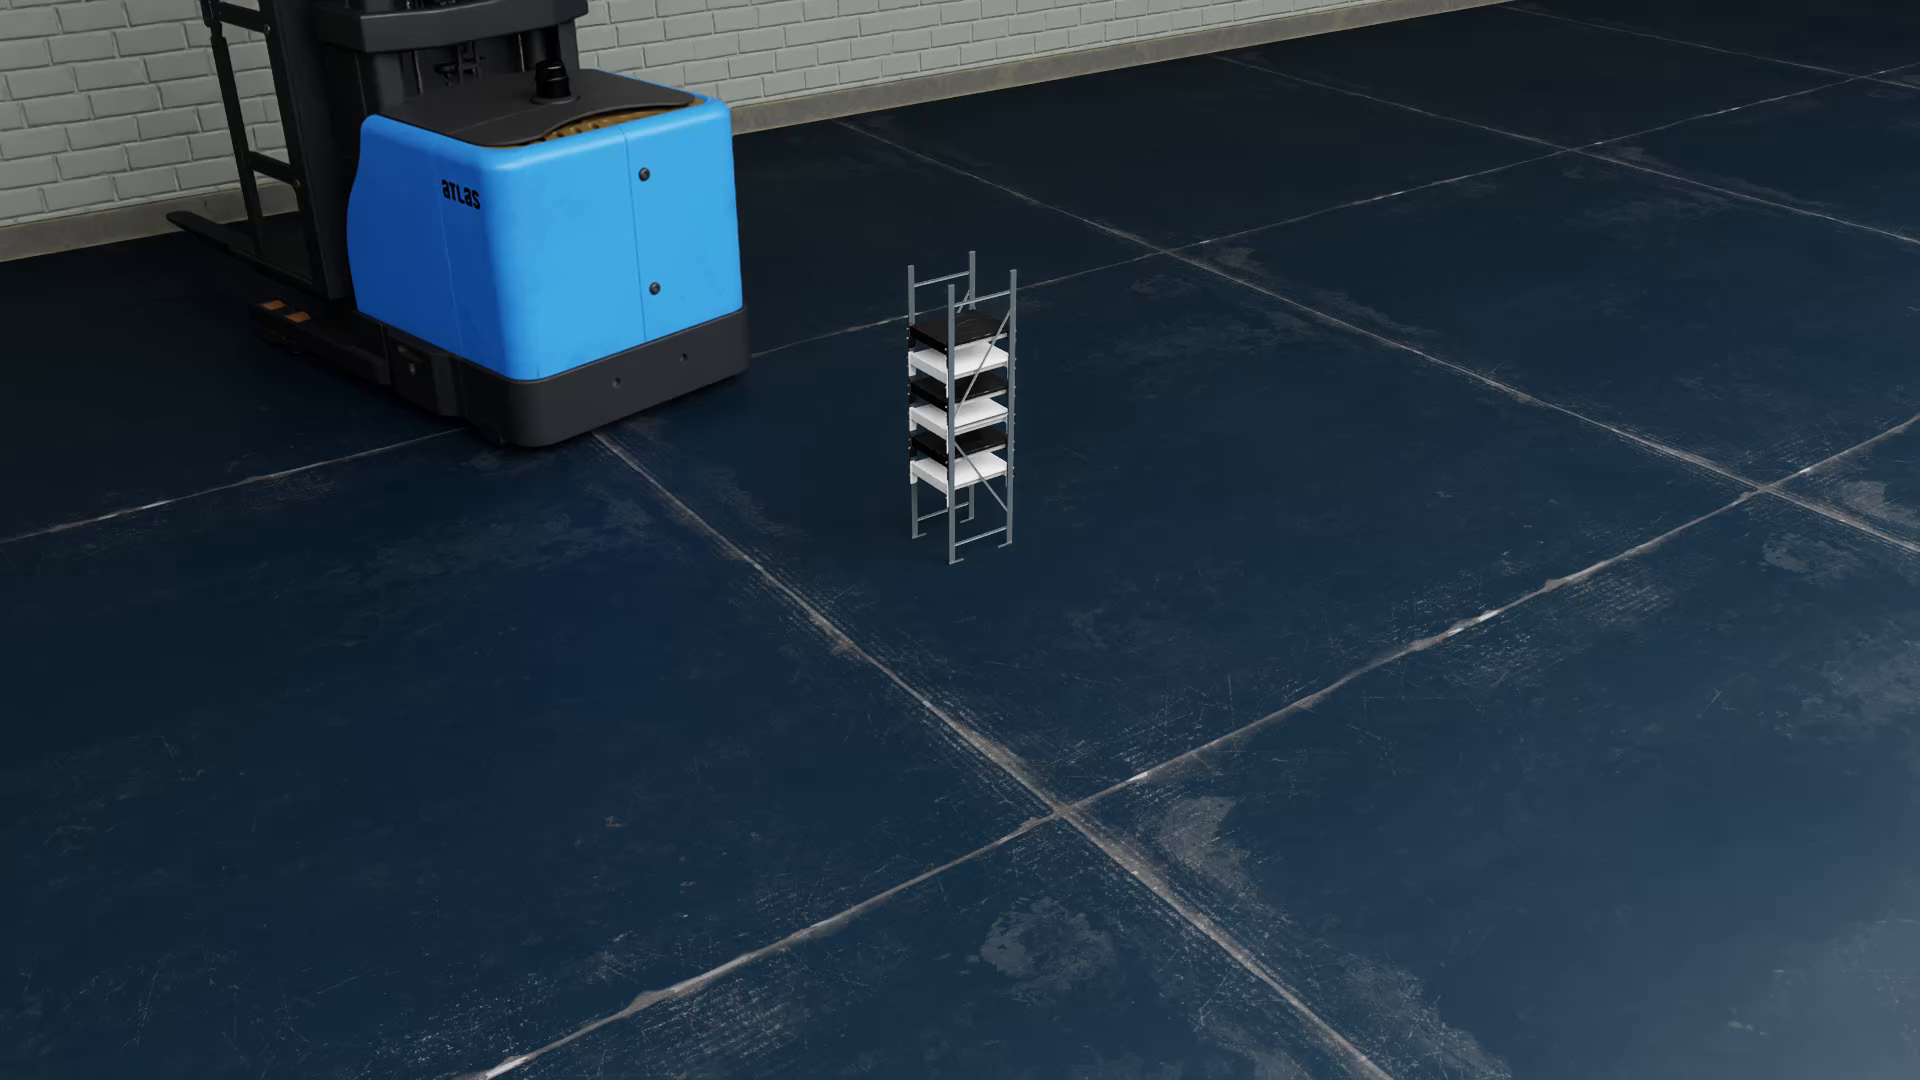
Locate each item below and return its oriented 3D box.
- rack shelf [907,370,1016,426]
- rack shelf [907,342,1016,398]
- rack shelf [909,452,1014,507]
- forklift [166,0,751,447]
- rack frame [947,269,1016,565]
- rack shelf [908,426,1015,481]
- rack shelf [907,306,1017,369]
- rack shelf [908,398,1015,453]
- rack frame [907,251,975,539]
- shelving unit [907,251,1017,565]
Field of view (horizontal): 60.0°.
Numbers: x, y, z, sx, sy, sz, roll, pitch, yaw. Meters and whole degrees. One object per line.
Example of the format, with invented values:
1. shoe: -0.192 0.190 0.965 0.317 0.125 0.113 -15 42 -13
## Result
1. rack shelf: 0.005 -0.442 5.002 0.258 0.077 0.200 -19 34 -31
2. rack shelf: 0.005 -0.521 4.959 0.258 0.077 0.200 -19 34 -31
3. rack shelf: 0.005 -0.205 5.131 0.258 0.077 0.200 -19 34 -31
4. forklift: -2.227 -2.191 6.213 3.031 2.935 1.130 23 36 36
5. rack frame: 0.064 -0.353 4.957 0.240 0.900 0.006 -19 34 -31
6. rack shelf: 0.005 -0.284 5.088 0.258 0.077 0.200 -19 34 -31
7. rack shelf: 0.005 -0.600 4.916 0.258 0.077 0.200 -19 34 -31
8. rack shelf: 0.005 -0.363 5.045 0.258 0.077 0.200 -19 34 -31
9. rack frame: -0.054 -0.432 5.102 0.240 0.900 0.006 -19 34 -31
10. shelving unit: 0.005 -0.392 5.029 0.258 0.900 0.210 -19 34 -31
